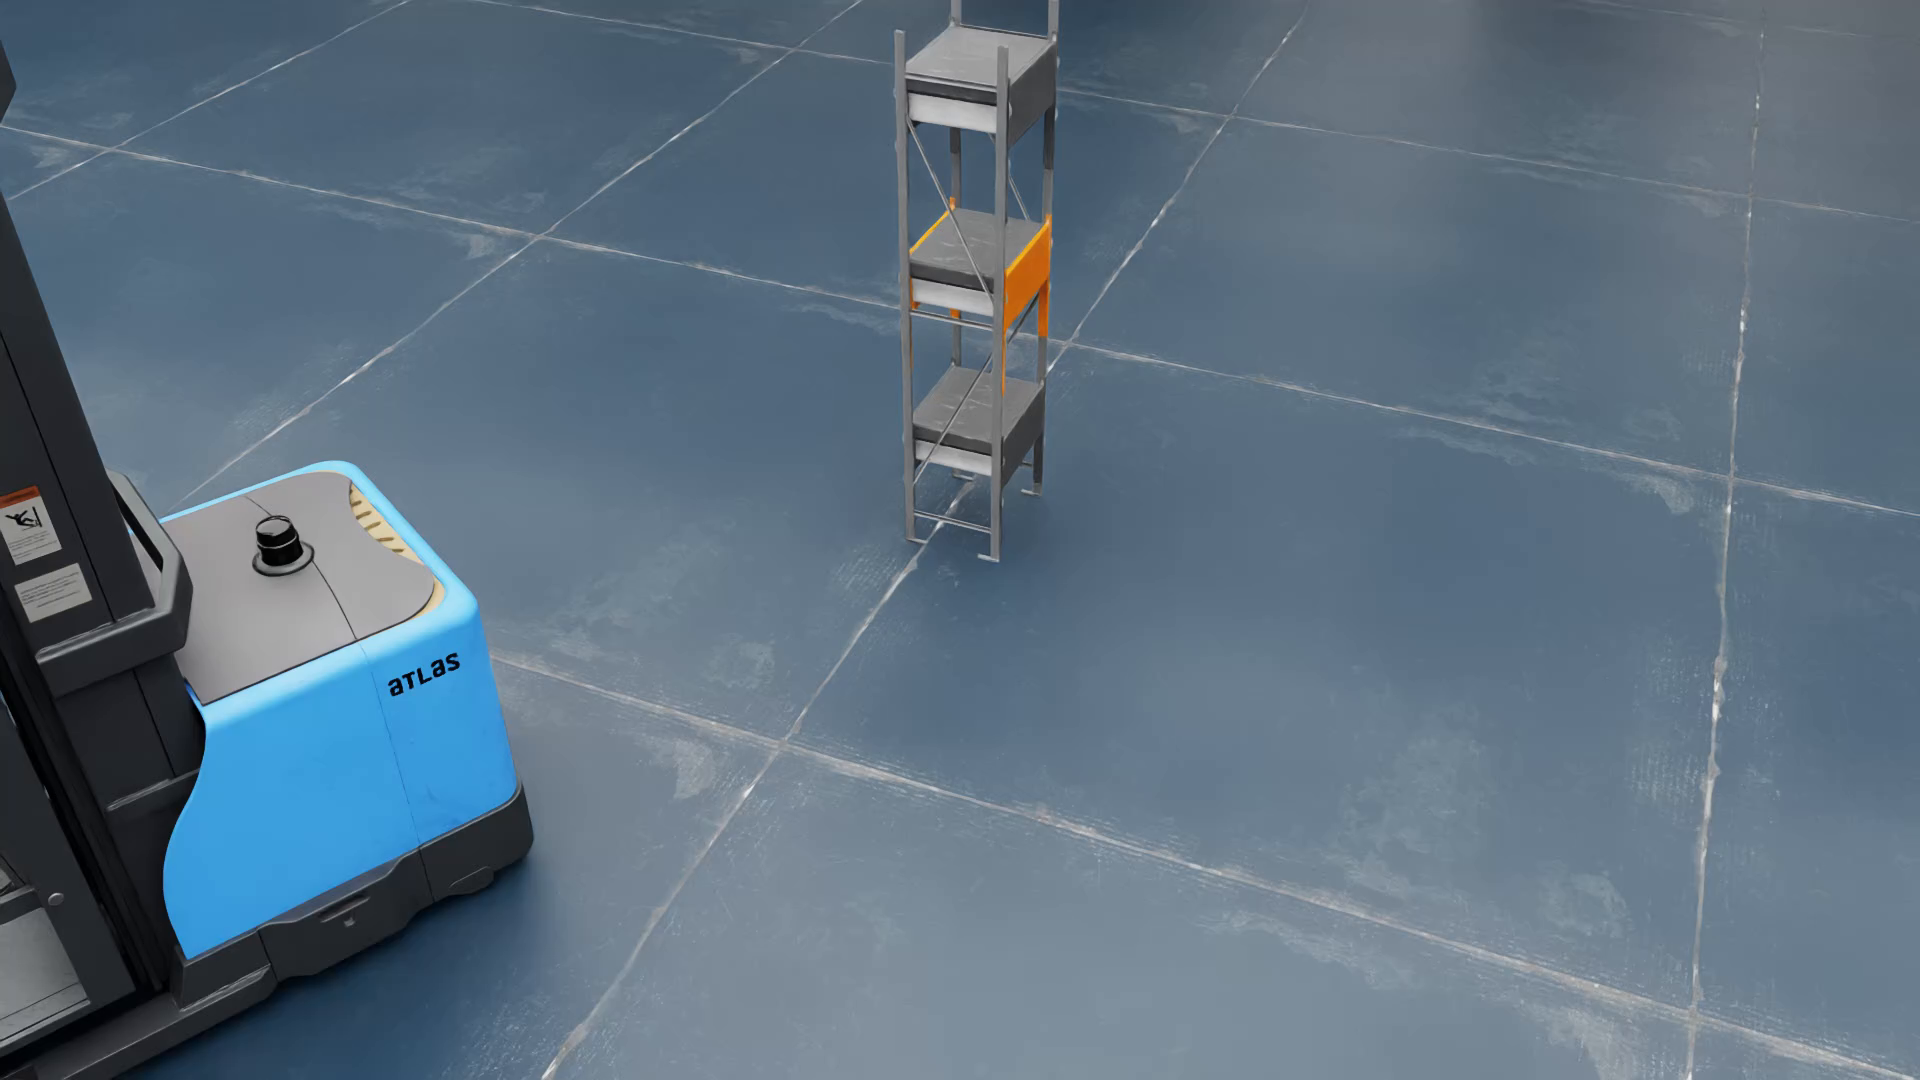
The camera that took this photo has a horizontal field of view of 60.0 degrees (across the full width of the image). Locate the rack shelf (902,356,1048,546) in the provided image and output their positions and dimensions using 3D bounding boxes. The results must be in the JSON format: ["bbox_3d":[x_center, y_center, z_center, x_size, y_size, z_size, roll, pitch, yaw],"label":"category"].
[{"bbox_3d":[0.063,-0.361,6.671,0.431,0.518,0.480,14,39,18],"label":"rack shelf"}]

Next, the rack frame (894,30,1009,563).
[{"bbox_3d":[-0.030,-0.798,6.063,0.400,2.100,0.015,14,39,18],"label":"rack frame"}]

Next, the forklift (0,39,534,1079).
[{"bbox_3d":[-2.837,0.182,4.058,3.031,2.935,1.130,-26,44,-30],"label":"forklift"}]

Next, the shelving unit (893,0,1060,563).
[{"bbox_3d":[0.063,-0.933,6.244,0.431,2.100,0.503,14,39,18],"label":"shelving unit"}]

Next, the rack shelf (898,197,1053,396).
[{"bbox_3d":[0.063,-0.922,6.252,0.431,0.518,0.480,14,39,18],"label":"rack shelf"}]

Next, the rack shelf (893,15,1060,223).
[{"bbox_3d":[0.063,-1.482,5.833,0.431,0.518,0.480,14,39,18],"label":"rack shelf"}]

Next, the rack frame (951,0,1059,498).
[{"bbox_3d":[0.156,-1.068,6.425,0.400,2.100,0.015,14,39,18],"label":"rack frame"}]
